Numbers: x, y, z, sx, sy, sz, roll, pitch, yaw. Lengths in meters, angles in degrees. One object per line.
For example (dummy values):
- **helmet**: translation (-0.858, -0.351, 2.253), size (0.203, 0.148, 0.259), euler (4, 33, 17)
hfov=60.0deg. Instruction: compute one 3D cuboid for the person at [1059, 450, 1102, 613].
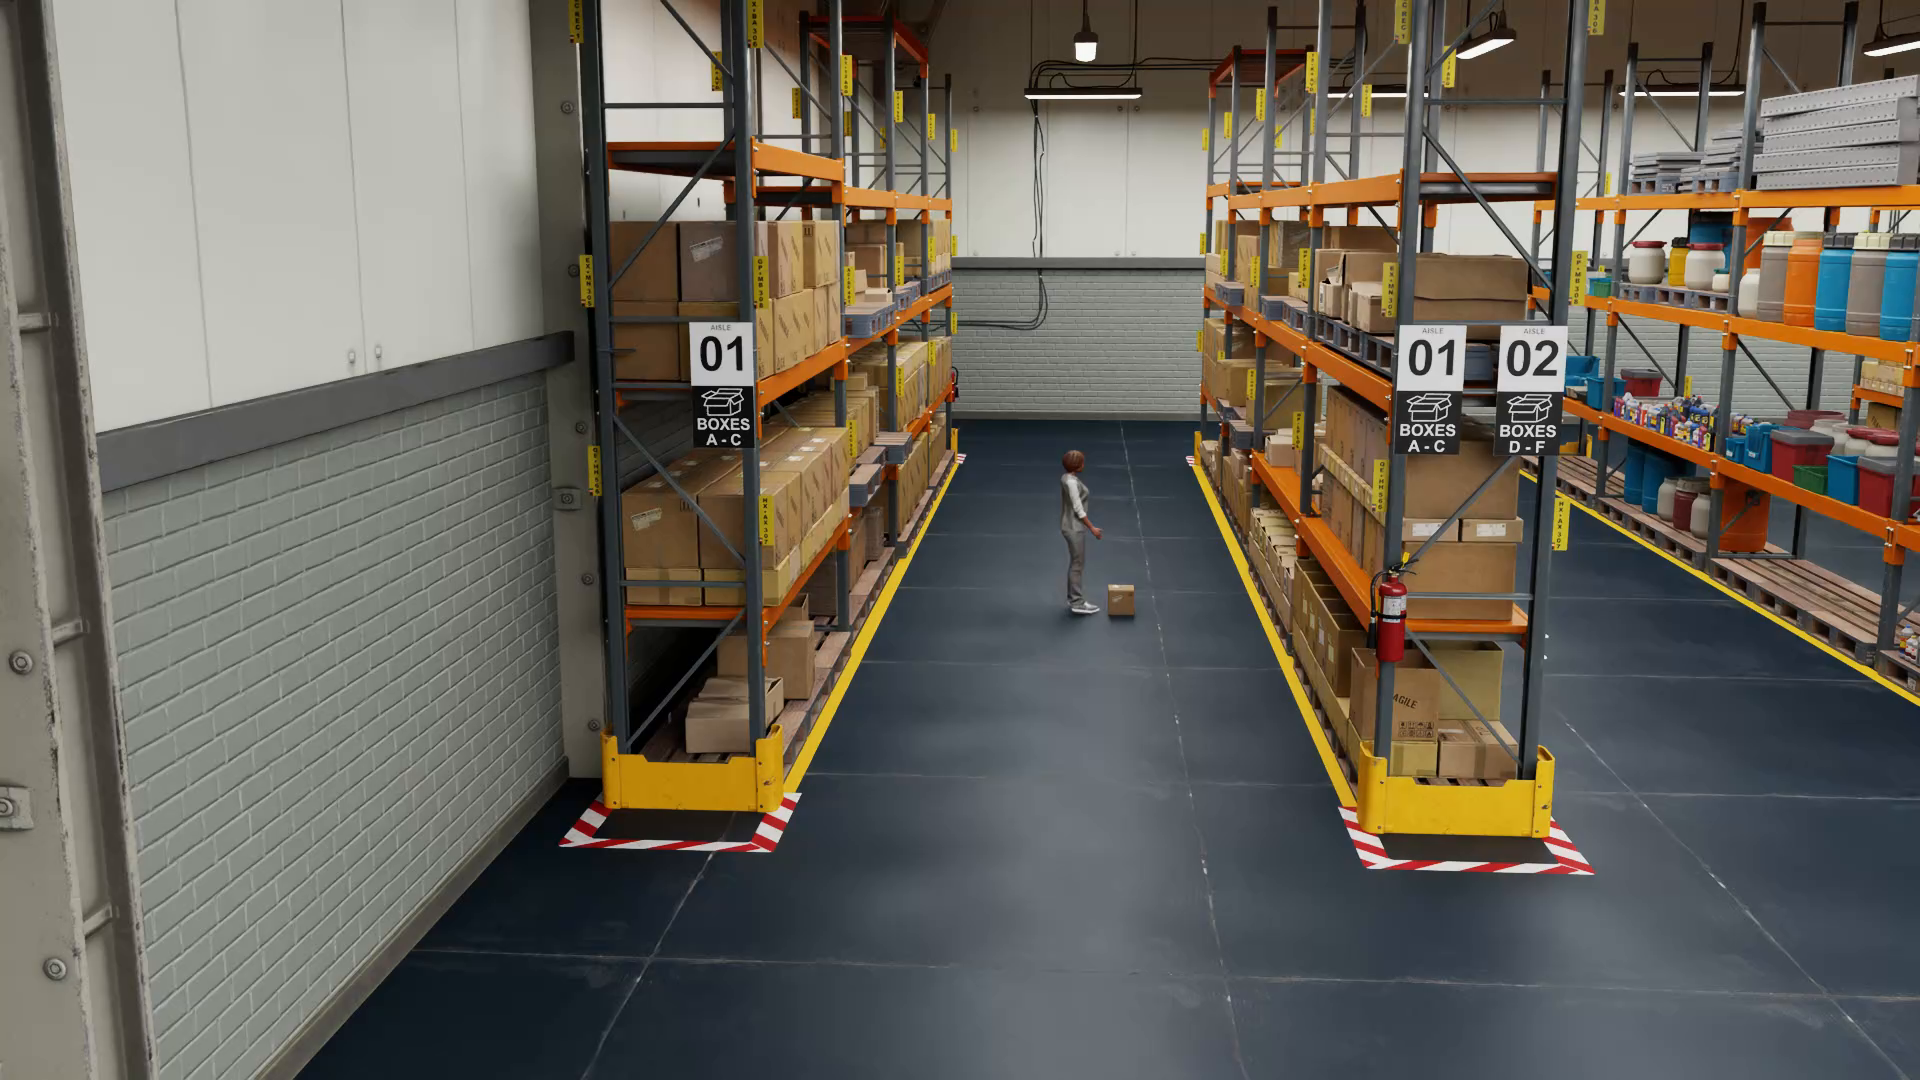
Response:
- **person**: translation (1.177, -0.073, 16.322), size (0.413, 1.609, 0.431), euler (0, 11, 1)
